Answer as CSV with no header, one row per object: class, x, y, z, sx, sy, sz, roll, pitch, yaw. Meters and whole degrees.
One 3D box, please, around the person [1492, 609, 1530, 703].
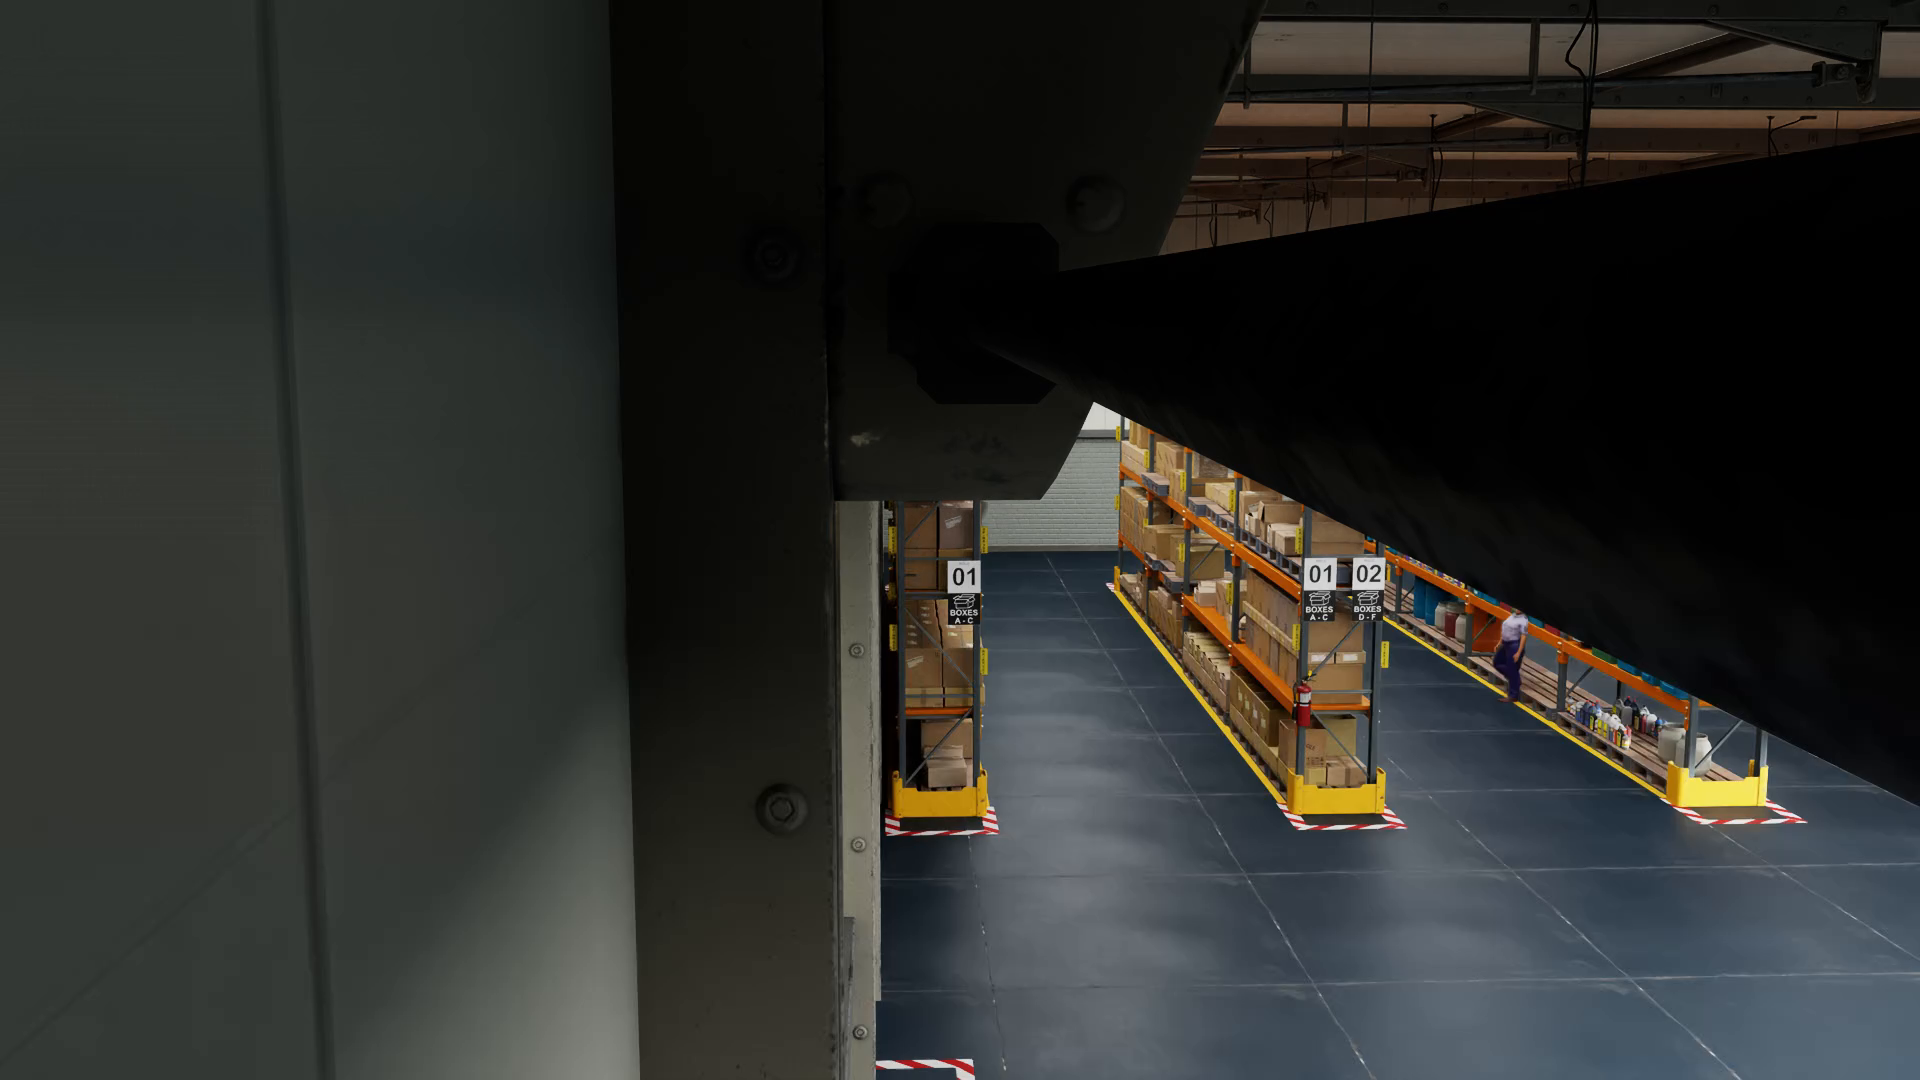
person,8.731,1.740,26.359,0.452,1.632,0.575,0,8,3
